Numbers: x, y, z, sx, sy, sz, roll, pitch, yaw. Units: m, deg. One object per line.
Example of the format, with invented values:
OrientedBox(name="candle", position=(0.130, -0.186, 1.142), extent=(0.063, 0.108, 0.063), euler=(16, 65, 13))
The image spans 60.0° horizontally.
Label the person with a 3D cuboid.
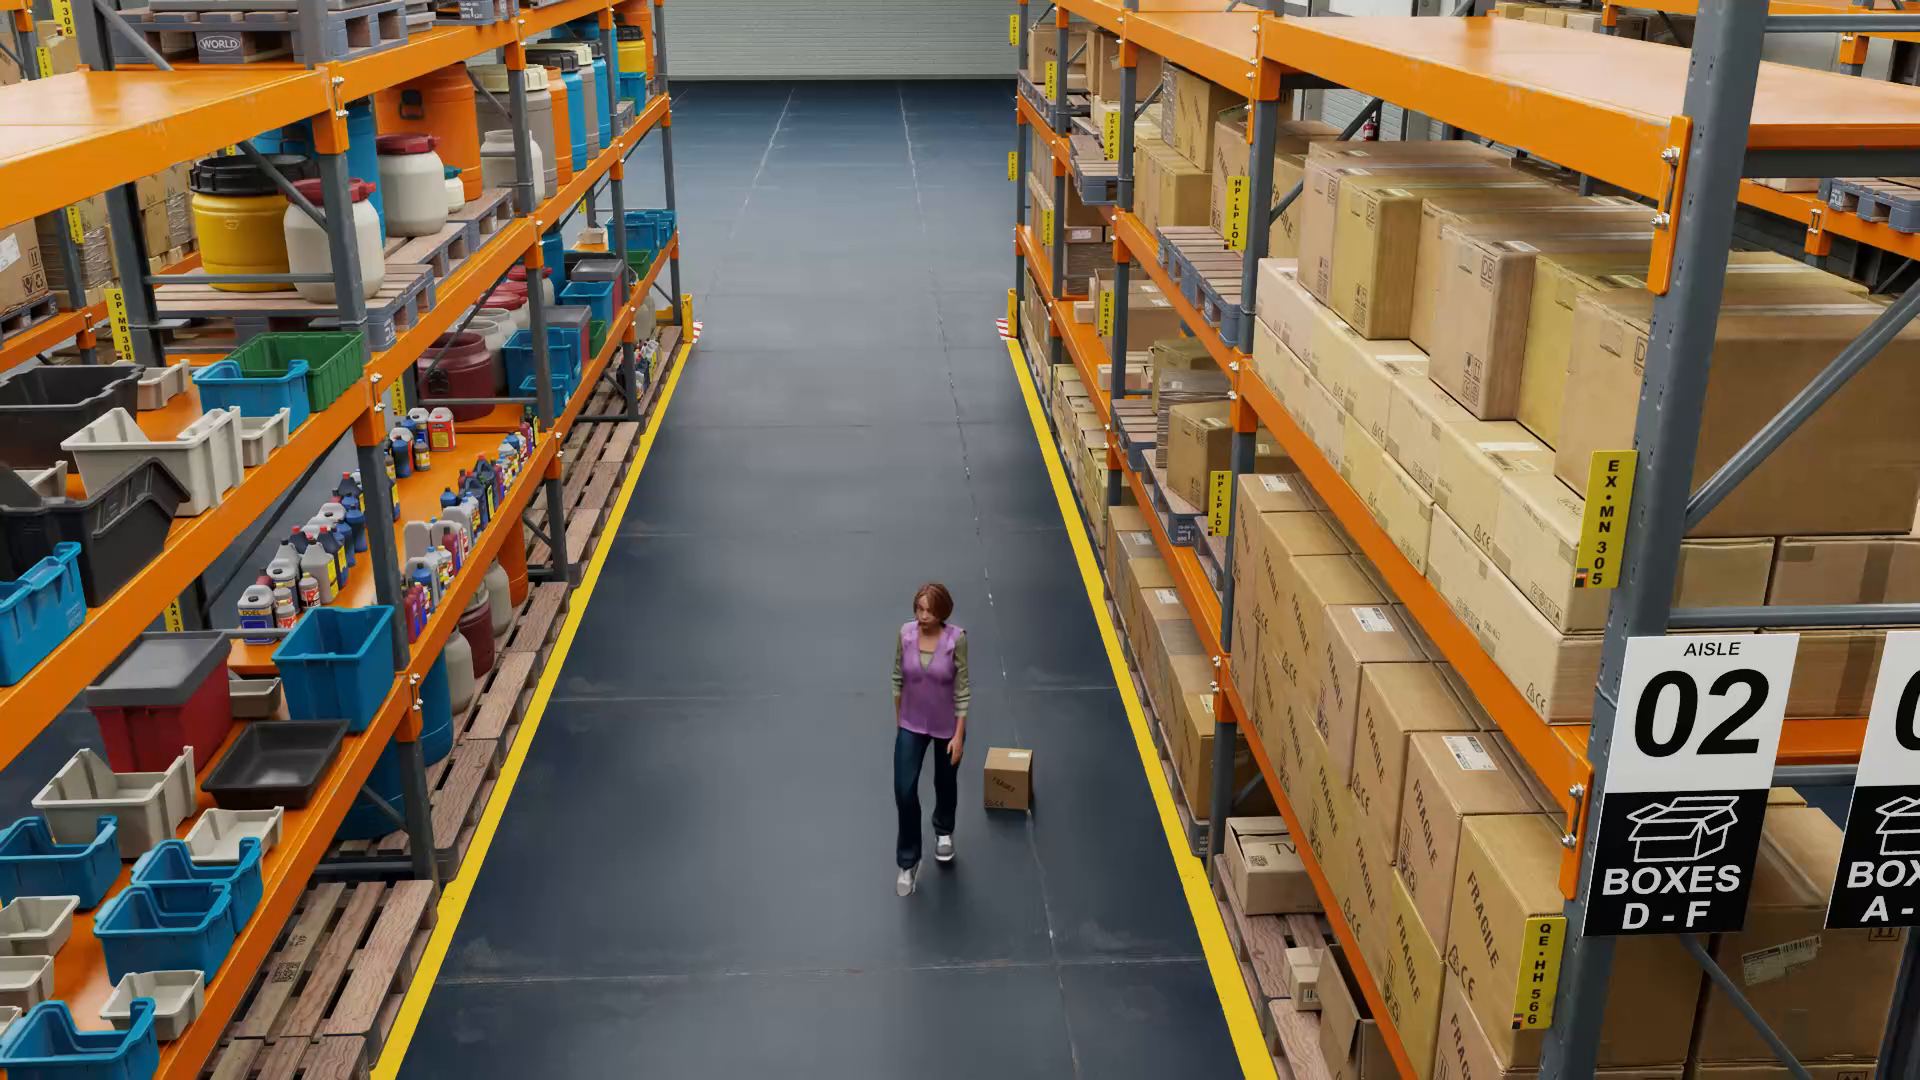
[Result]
OrientedBox(name="person", position=(-0.151, 0.996, 8.480), extent=(0.424, 1.643, 0.584), euler=(3, 21, 7))
